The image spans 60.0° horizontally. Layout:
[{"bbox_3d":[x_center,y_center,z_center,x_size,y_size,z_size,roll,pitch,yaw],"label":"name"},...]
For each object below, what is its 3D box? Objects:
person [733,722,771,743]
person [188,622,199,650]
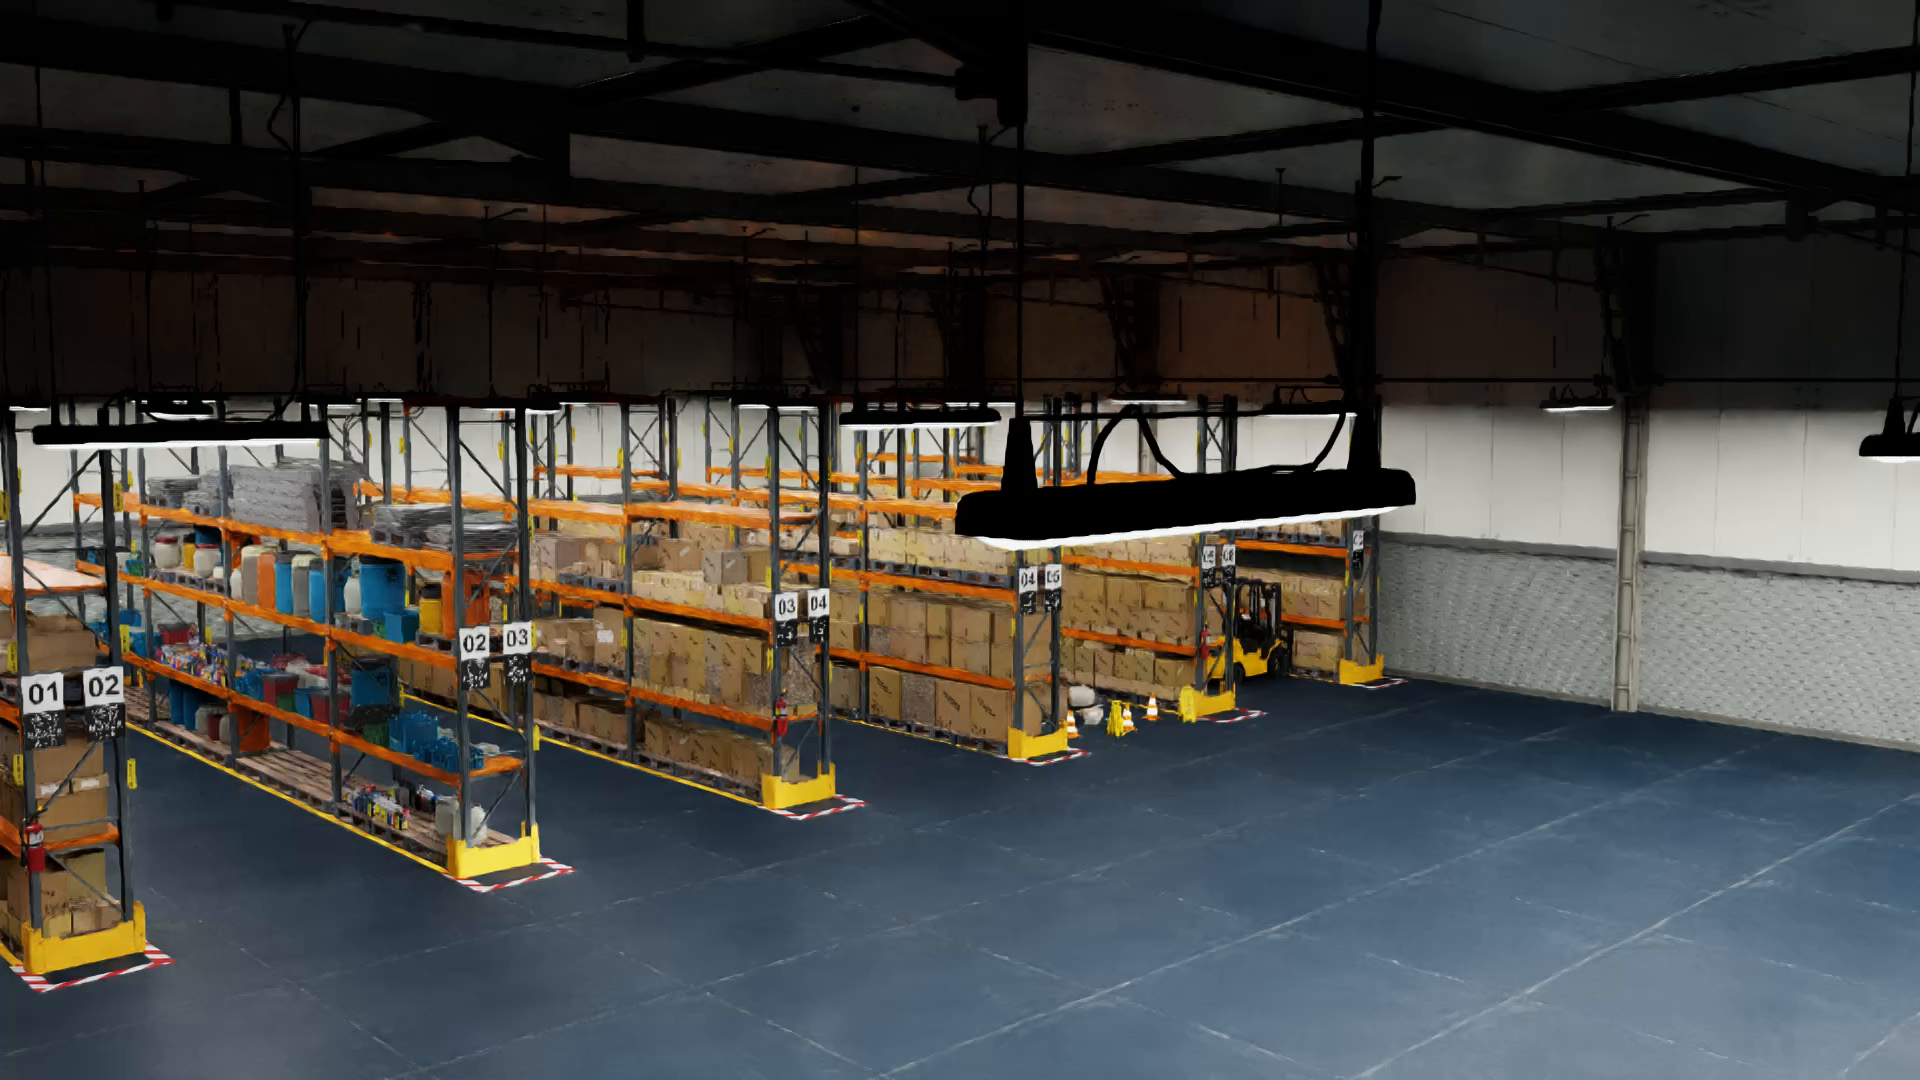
[{"bbox_3d":[-3.512,2.729,28.396,1.034,1.709,0.569,4,7,38],"label":"person"},{"bbox_3d":[-15.095,2.379,32.678,1.081,1.565,0.474,5,8,44],"label":"person"}]
